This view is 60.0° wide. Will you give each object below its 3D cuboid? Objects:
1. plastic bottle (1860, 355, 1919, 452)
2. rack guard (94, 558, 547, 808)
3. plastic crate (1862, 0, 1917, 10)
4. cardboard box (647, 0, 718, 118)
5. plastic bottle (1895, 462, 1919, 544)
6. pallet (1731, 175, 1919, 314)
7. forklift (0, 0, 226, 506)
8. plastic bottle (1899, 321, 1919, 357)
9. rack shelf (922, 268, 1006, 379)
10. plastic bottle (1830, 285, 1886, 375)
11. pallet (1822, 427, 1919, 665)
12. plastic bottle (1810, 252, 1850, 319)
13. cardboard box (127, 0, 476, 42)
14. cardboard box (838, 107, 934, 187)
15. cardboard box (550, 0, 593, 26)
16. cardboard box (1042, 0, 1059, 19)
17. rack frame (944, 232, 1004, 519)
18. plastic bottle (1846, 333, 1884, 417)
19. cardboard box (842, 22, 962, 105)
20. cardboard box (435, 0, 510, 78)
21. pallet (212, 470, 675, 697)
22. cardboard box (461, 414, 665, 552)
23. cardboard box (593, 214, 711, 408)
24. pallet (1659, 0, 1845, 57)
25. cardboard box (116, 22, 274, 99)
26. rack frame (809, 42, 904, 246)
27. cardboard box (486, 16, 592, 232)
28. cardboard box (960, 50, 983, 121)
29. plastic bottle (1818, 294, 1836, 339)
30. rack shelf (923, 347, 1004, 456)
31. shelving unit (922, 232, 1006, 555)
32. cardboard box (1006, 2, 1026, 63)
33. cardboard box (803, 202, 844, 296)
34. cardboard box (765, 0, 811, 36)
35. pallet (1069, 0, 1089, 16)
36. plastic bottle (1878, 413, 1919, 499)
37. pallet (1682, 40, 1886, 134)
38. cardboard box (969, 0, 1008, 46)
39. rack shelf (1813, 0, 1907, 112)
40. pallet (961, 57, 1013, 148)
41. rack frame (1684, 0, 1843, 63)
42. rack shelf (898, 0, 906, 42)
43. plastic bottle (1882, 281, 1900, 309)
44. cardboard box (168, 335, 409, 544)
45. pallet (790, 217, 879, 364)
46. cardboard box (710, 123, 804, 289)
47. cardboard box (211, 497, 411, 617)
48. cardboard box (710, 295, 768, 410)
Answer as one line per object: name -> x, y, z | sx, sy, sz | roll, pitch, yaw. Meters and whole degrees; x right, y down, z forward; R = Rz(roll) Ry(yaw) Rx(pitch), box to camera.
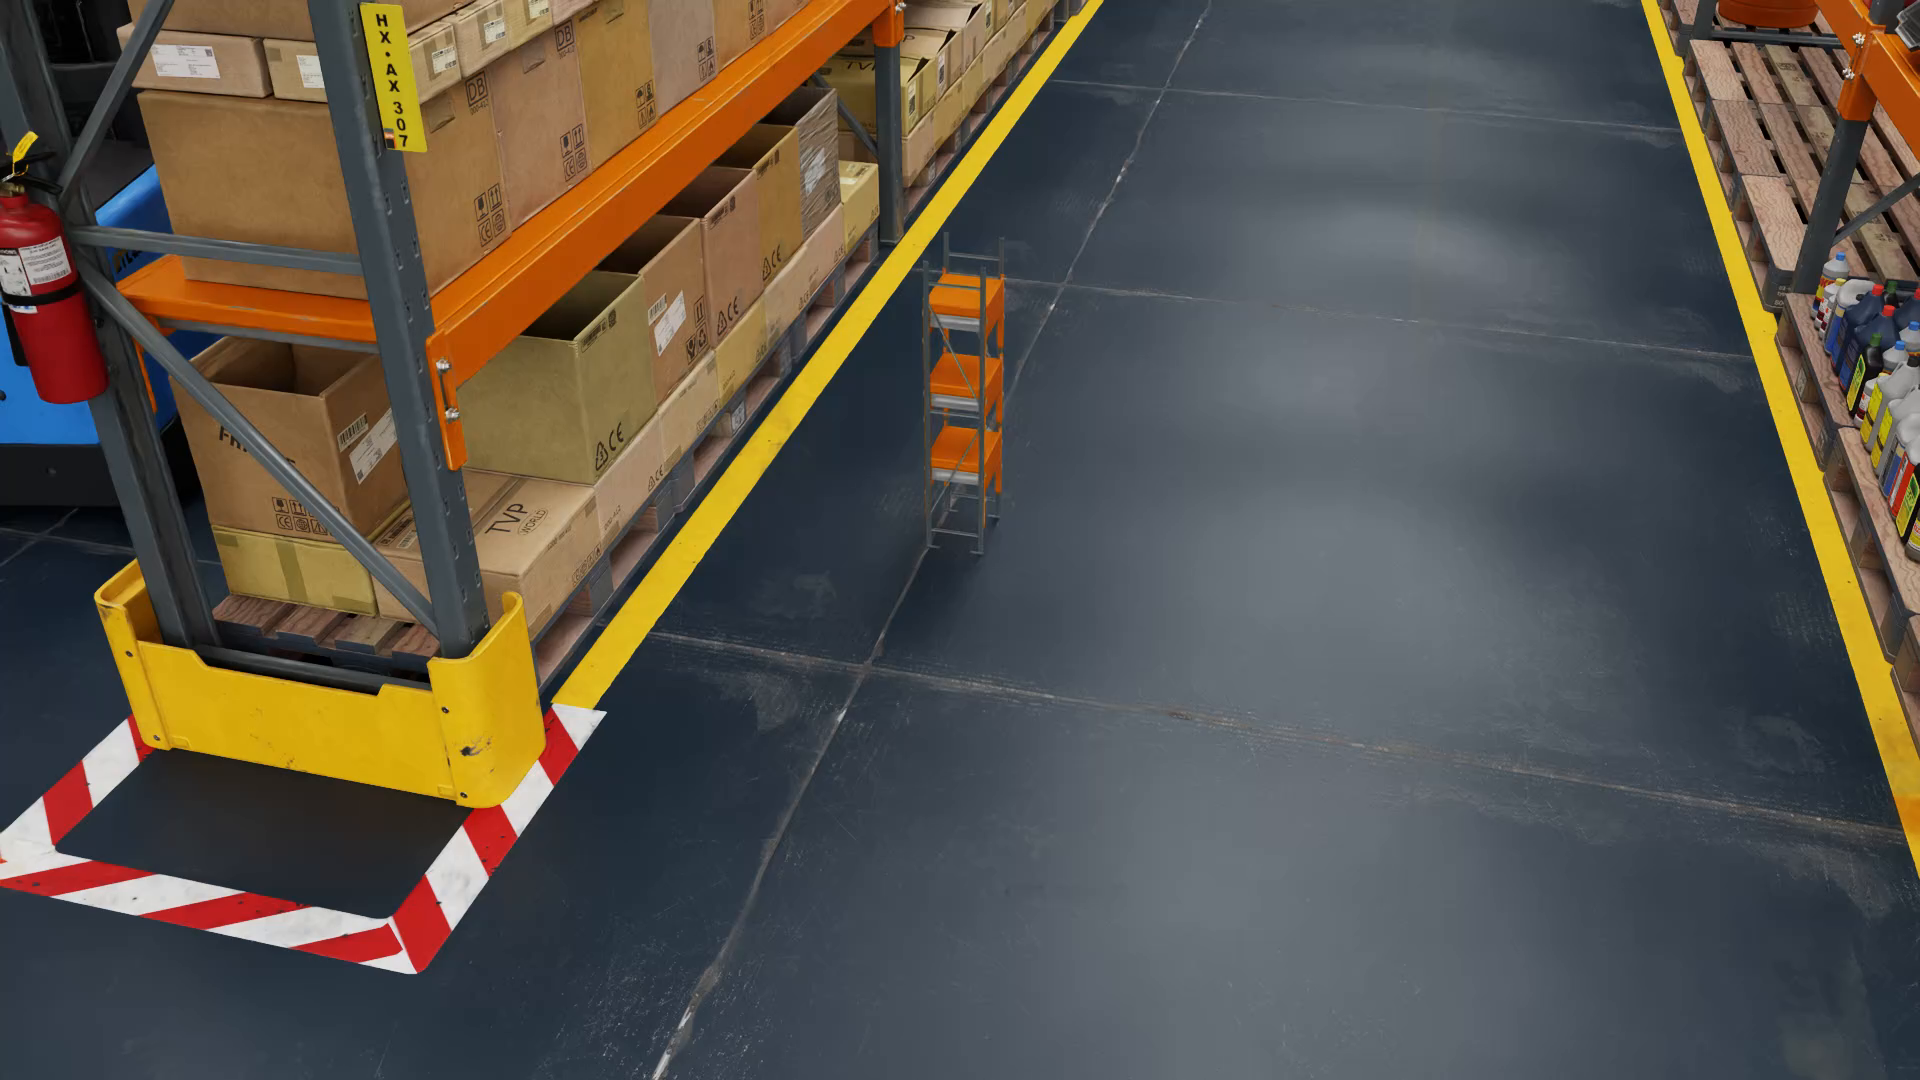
plastic bottle -> 3.257, -0.485, 5.776 | 0.144, 0.351, 0.185 | 8, 33, 12
rack guard -> -1.792, 0.369, 4.704 | 1.175, 0.500, 0.348 | 8, 33, 12
plastic crate -> 3.846, -2.418, 6.698 | 0.402, 0.464, 0.583 | 8, 33, 12
cardboard box -> -1.265, -1.785, 5.669 | 0.700, 0.500, 0.500 | 9, 34, 14
plastic bottle -> 3.058, -0.138, 5.292 | 0.061, 0.283, 0.133 | 9, 33, 14
pallet -> 4.181, -1.334, 7.652 | 1.003, 0.211, 1.213 | 8, 33, 12
forklift -> -3.259, -2.108, 6.334 | 1.130, 2.935, 3.031 | 0, 32, 1
plastic bottle -> 3.493, -0.678, 6.154 | 0.097, 0.271, 0.097 | 0, 32, 0
rack shelf -> 0.014, -0.701, 5.365 | 0.215, 0.259, 0.240 | 8, 33, 12
plastic bottle -> 3.413, -0.804, 6.277 | 0.144, 0.351, 0.185 | 9, 34, 14
pallet -> 3.501, 0.056, 5.464 | 1.003, 0.211, 1.213 | 8, 33, 12
plastic bottle -> 3.514, -1.027, 6.702 | 0.097, 0.271, 0.097 | 0, 32, 0
cardboard box -> -1.642, -1.557, 4.100 | 0.700, 0.500, 0.500 | 8, 33, 13
cardboard box -> -0.429, -1.967, 8.220 | 0.500, 0.250, 0.500 | 7, 33, 11
cardboard box -> -1.283, -1.586, 4.752 | 0.380, 0.149, 0.250 | 8, 33, 12
cardboard box -> 0.346, -3.561, 10.727 | 0.500, 0.250, 0.500 | 9, 33, 14
rack frame -> 0.045, -0.534, 5.612 | 0.200, 1.050, 0.008 | 8, 33, 12
plastic bottle -> 3.283, -0.597, 6.015 | 0.061, 0.283, 0.133 | 9, 34, 15
cardboard box -> -0.293, -2.468, 8.484 | 0.500, 0.311, 0.500 | 8, 33, 12
cardboard box -> -1.414, -1.326, 4.343 | 0.380, 0.149, 0.250 | 7, 33, 11
pallet -> -1.633, 0.075, 5.435 | 1.003, 0.211, 1.213 | 8, 33, 12
cardboard box -> -1.312, -0.224, 5.477 | 0.500, 0.250, 0.500 | 8, 33, 12
cardboard box -> -1.196, -0.801, 5.687 | 0.500, 0.500, 0.500 | 8, 33, 12
pallet -> 5.194, -3.412, 10.920 | 1.003, 0.211, 1.213 | 8, 33, 12
cardboard box -> -1.874, -1.239, 4.205 | 0.380, 0.149, 0.250 | 7, 33, 12
rack frame -> -0.771, -2.775, 7.318 | 1.000, 3.000, 0.127 | 8, 33, 12
cardboard box -> -1.527, -1.255, 4.835 | 0.700, 0.500, 0.500 | 9, 34, 14
cardboard box -> -0.169, -2.501, 9.060 | 0.500, 0.250, 0.500 | 7, 33, 11
plastic bottle -> 3.463, -0.892, 6.555 | 0.097, 0.201, 0.097 | 0, 32, 0
rack shelf -> 0.014, -0.462, 5.518 | 0.215, 0.259, 0.240 | 8, 33, 12
shelving unit -> 0.014, -0.471, 5.512 | 0.215, 1.050, 0.252 | 8, 33, 12
cardboard box -> 0.088, -3.032, 9.896 | 0.500, 0.250, 0.500 | 9, 33, 13
cardboard box -> -0.814, -1.263, 7.112 | 0.500, 0.250, 0.500 | 8, 33, 12
cardboard box -> -1.005, -2.311, 6.496 | 0.700, 0.500, 0.500 | 8, 33, 12
pallet -> 0.470, -4.056, 11.933 | 1.003, 0.211, 1.213 | 8, 33, 12
plastic bottle -> 3.172, -0.271, 5.508 | 0.152, 0.276, 0.135 | 7, 33, 11
pallet -> 4.800, -2.600, 9.644 | 1.003, 0.211, 1.213 | 8, 33, 12
cardboard box -> -0.036, -3.007, 9.332 | 0.500, 0.311, 0.500 | 9, 34, 14
rack shelf -> 4.527, -2.832, 8.080 | 1.077, 0.370, 4.000 | 8, 33, 12
pallet -> -0.314, -2.621, 9.675 | 1.003, 0.211, 1.213 | 8, 33, 12
rack frame -> 5.034, -4.174, 9.520 | 1.000, 3.000, 0.127 | 8, 33, 12
rack shelf -> -0.264, -3.509, 9.144 | 1.077, 0.370, 4.000 | 8, 33, 12
plastic bottle -> 3.562, -0.846, 6.407 | 0.061, 0.283, 0.133 | 8, 33, 12
cardboard box -> -1.938, -0.351, 4.979 | 0.500, 0.500, 0.500 | 8, 33, 12
pallet -> -1.014, -1.191, 7.426 | 1.003, 0.211, 1.213 | 8, 33, 12
cardboard box -> -0.939, -1.320, 6.502 | 0.500, 0.500, 0.500 | 8, 33, 12
cardboard box -> -1.936, -0.034, 5.179 | 0.500, 0.250, 0.500 | 8, 33, 12
cardboard box -> -1.053, -0.742, 6.293 | 0.500, 0.250, 0.500 | 8, 33, 12
